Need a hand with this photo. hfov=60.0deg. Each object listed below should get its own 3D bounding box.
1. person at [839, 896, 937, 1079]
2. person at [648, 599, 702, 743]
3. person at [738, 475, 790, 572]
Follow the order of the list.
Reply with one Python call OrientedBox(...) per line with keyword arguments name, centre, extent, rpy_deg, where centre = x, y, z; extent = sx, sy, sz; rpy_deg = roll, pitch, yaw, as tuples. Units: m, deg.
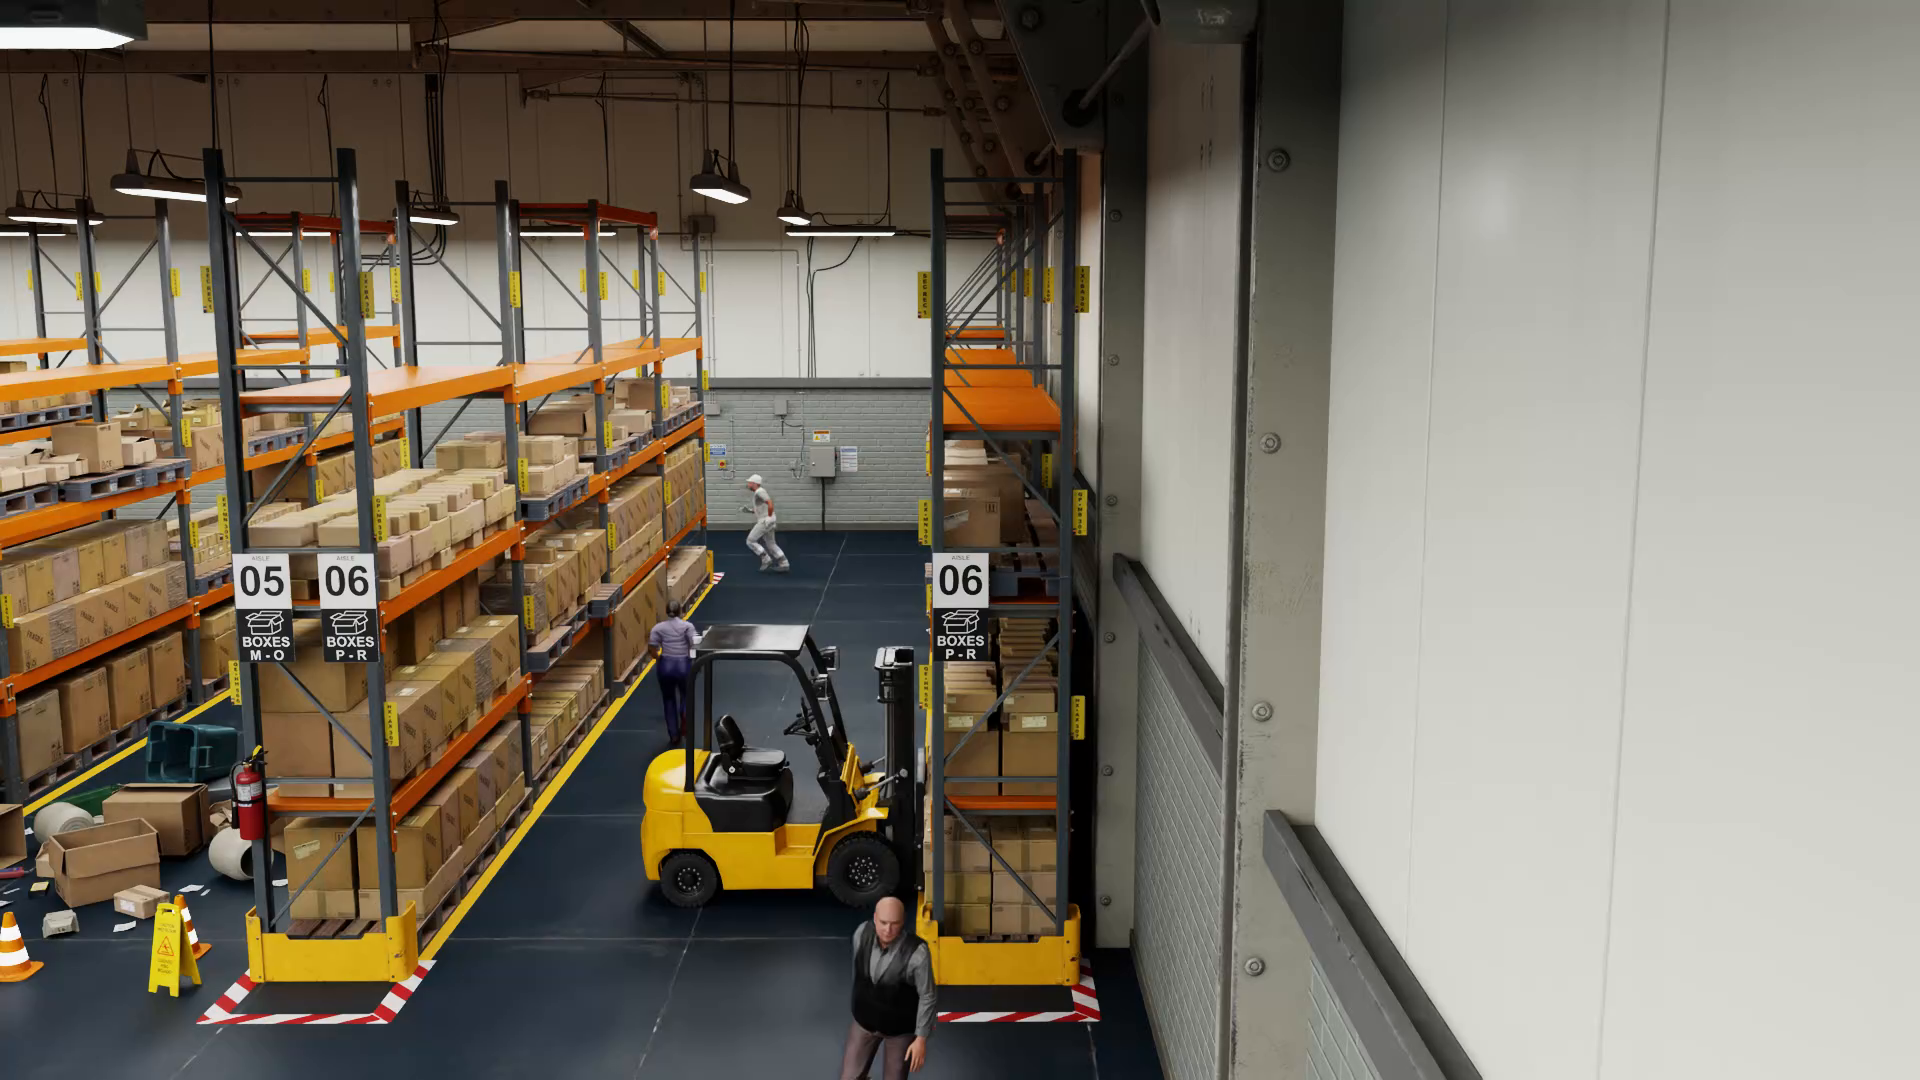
OrientedBox(name="person", centre=(-0.422, 2.819, 9.696), extent=(0.674, 1.679, 0.563), rpy_deg=(3, 10, 17))
OrientedBox(name="person", centre=(-3.155, 1.451, 18.467), extent=(0.600, 1.595, 0.583), rpy_deg=(-1, 9, -4))
OrientedBox(name="person", centre=(-3.411, -0.296, 28.842), extent=(0.883, 1.675, 0.612), rpy_deg=(1, 9, 5))
